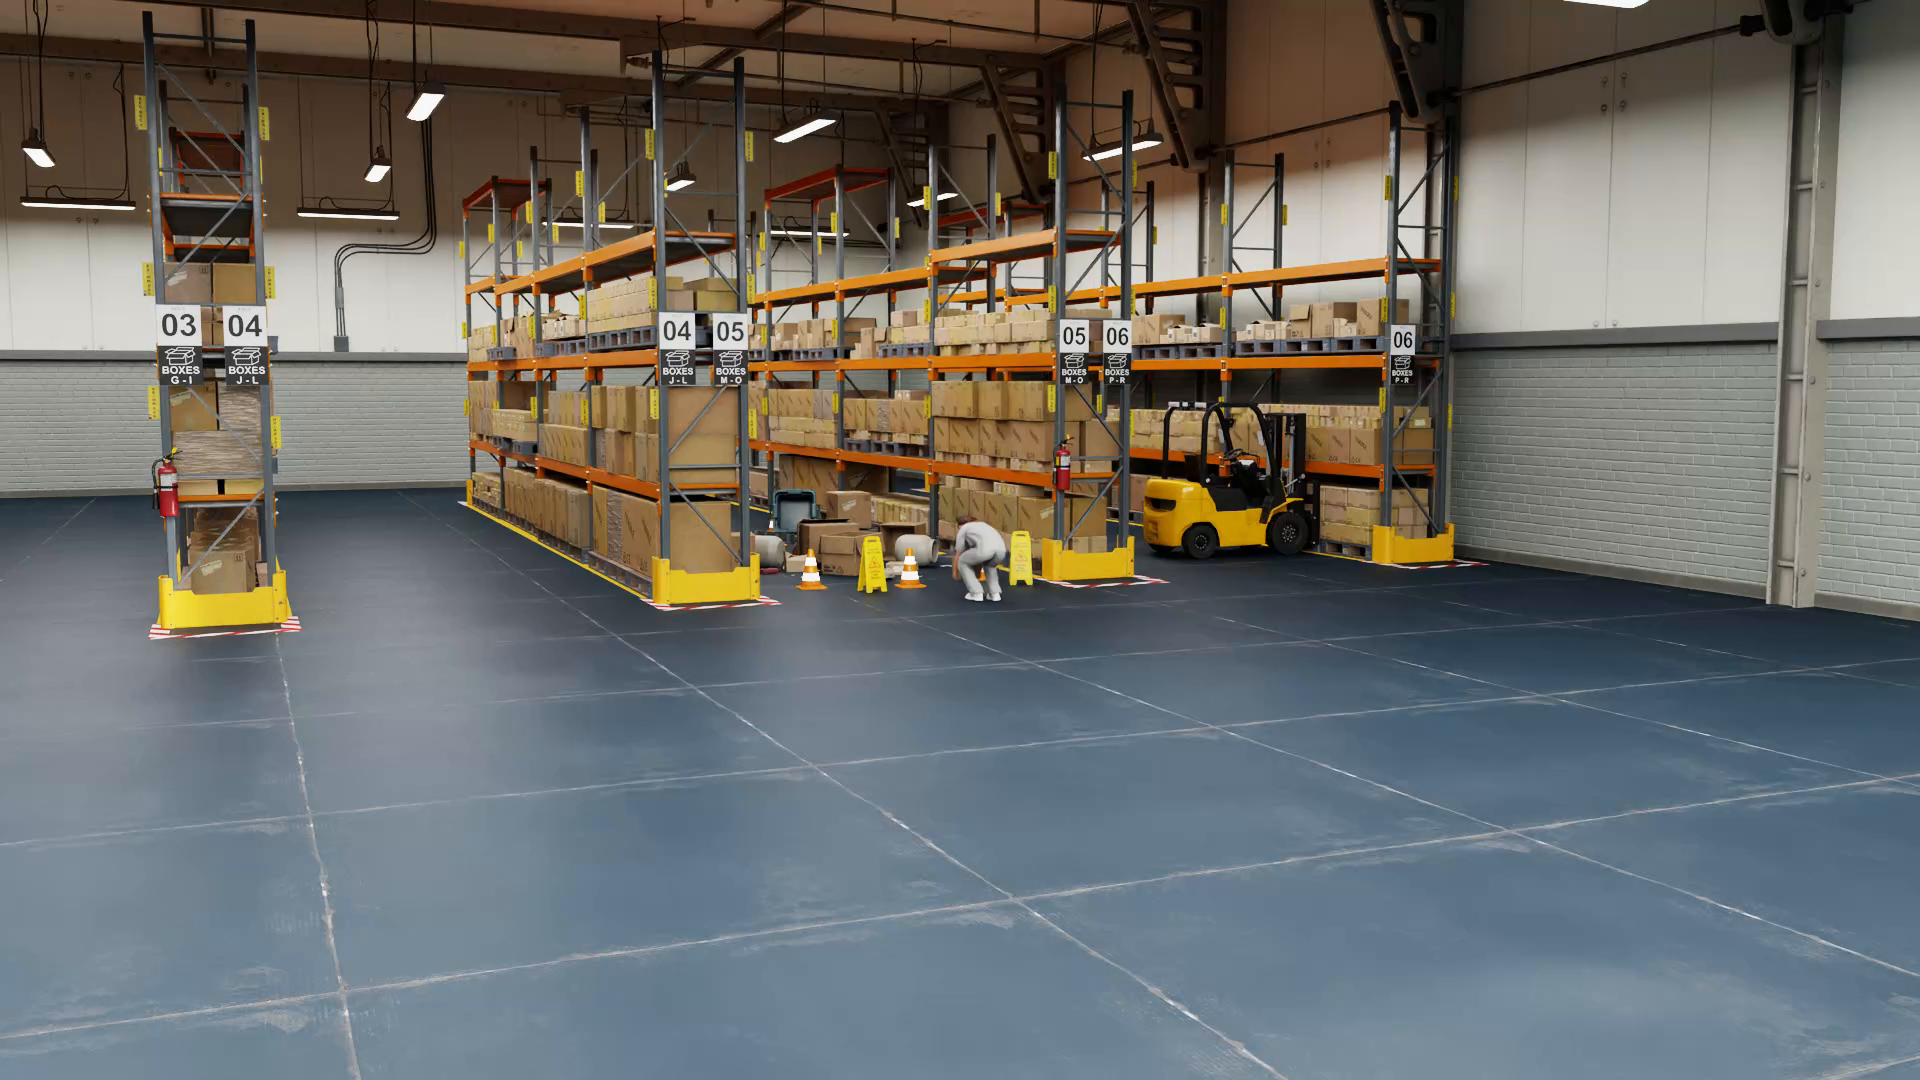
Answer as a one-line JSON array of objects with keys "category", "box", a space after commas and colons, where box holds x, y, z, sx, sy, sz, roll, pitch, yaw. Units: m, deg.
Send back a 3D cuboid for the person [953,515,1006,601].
[{"category": "person", "box": [0.214, 0.200, 18.756, 0.455, 0.939, 0.838, -3, 6, -26]}]
